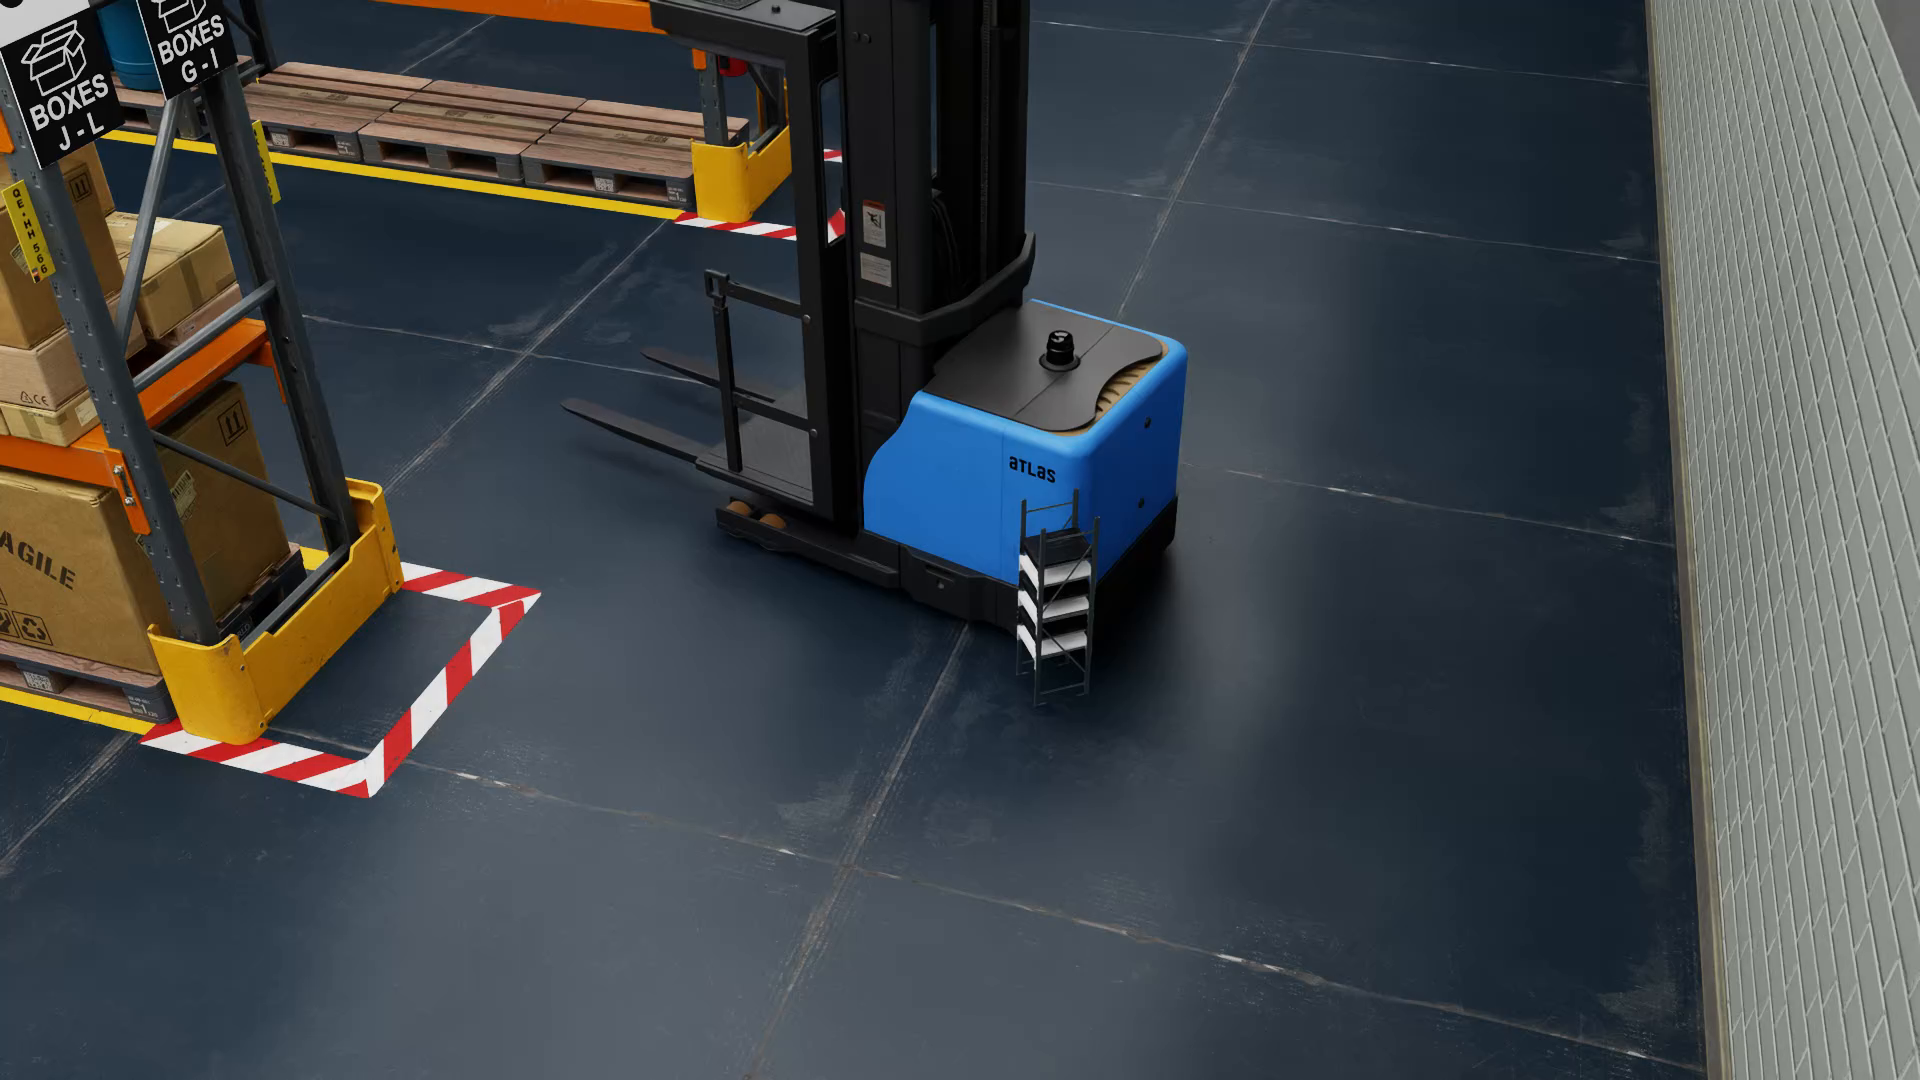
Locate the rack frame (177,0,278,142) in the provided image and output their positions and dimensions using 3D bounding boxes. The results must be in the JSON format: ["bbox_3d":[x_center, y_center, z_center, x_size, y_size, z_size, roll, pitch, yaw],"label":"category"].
[{"bbox_3d":[-5.188,-4.253,10.998,0.127,3.000,1.000,10,38,14],"label":"rack frame"}]

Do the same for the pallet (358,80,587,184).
[{"bbox_3d":[-3.306,-2.808,11.387,1.213,0.211,1.003,10,38,14],"label":"pallet"}]

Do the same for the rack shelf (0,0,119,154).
[{"bbox_3d":[-4.756,-2.016,6.035,4.000,0.370,1.077,10,38,14],"label":"rack shelf"}]

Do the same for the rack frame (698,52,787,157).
[{"bbox_3d":[-1.370,-3.546,10.038,0.127,3.000,1.000,10,38,14],"label":"rack frame"}]

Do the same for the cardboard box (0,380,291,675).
[{"bbox_3d":[-3.481,-0.125,6.828,0.875,0.875,0.875,10,38,14],"label":"cardboard box"}]

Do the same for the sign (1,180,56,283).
[{"bbox_3d":[-3.022,-1.001,5.403,0.005,0.325,0.100,10,38,14],"label":"sign"}]

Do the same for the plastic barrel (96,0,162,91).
[{"bbox_3d":[-5.702,-3.683,11.640,0.708,0.901,0.600,10,38,14],"label":"plastic barrel"}]

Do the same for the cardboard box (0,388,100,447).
[{"bbox_3d":[-3.285,-0.519,6.137,0.250,0.149,0.380,11,38,15],"label":"cardboard box"}]

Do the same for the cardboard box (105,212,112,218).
[{"bbox_3d":[-3.722,-1.129,6.629,0.500,0.250,0.500,10,38,13],"label":"cardboard box"}]

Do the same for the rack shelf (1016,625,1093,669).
[{"bbox_3d":[0.385,0.412,6.791,0.258,0.077,0.200,-12,38,-16],"label":"rack shelf"}]

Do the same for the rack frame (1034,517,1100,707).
[{"bbox_3d":[0.419,0.297,6.587,0.240,0.900,0.006,-12,38,-16],"label":"rack frame"}]

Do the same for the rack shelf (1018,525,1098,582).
[{"bbox_3d":[0.385,0.050,6.523,0.258,0.077,0.200,-12,38,-16],"label":"rack shelf"}]

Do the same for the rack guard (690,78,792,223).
[{"bbox_3d":[-1.343,-2.543,10.783,0.348,0.500,1.175,10,38,14],"label":"rack guard"}]

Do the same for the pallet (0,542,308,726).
[{"bbox_3d":[-3.633,0.282,7.189,1.213,0.211,1.003,10,38,14],"label":"pallet"}]

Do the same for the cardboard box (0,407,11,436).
[{"bbox_3d":[-3.533,-0.564,6.198,0.250,0.149,0.380,11,38,14],"label":"cardboard box"}]

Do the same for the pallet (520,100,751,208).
[{"bbox_3d":[-2.145,-2.591,11.092,1.213,0.211,1.003,10,38,14],"label":"pallet"}]

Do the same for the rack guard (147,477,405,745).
[{"bbox_3d":[-2.824,0.267,6.965,0.348,0.500,1.175,10,38,14],"label":"rack guard"}]

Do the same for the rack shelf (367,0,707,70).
[{"bbox_3d":[-3.279,-3.610,10.731,4.000,0.370,1.077,10,38,14],"label":"rack shelf"}]

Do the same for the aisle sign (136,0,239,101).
[{"bbox_3d":[-2.688,-1.948,5.673,0.004,0.787,0.394,10,38,14],"label":"aisle sign"}]

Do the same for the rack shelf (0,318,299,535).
[{"bbox_3d":[-4.756,-0.808,6.924,4.000,0.370,1.077,10,38,14],"label":"rack shelf"}]

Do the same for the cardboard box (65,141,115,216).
[{"bbox_3d":[-3.702,-1.431,6.407,0.500,0.500,0.500,10,37,13],"label":"cardboard box"}]

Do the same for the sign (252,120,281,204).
[{"bbox_3d":[-2.675,-1.437,6.375,0.005,0.325,0.100,10,38,14],"label":"sign"}]

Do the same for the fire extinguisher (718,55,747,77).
[{"bbox_3d":[-1.361,-3.081,9.786,0.183,0.674,0.296,10,38,14],"label":"fire extinguisher"}]

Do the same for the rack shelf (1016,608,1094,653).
[{"bbox_3d":[0.385,0.339,6.737,0.258,0.077,0.200,-12,38,-16],"label":"rack shelf"}]

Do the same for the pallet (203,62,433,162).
[{"bbox_3d":[-4.474,-3.022,11.678,1.213,0.211,1.003,10,38,14],"label":"pallet"}]

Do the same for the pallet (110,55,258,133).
[{"bbox_3d":[-5.912,-3.290,12.042,1.213,0.211,1.003,10,38,14],"label":"pallet"}]

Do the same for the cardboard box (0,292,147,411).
[{"bbox_3d":[-3.388,-0.739,6.099,0.500,0.250,0.500,10,38,13],"label":"cardboard box"}]

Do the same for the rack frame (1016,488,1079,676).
[{"bbox_3d":[0.351,0.183,6.741,0.240,0.900,0.006,-12,38,-16],"label":"rack frame"}]

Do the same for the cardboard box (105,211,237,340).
[{"bbox_3d":[-3.224,-1.041,6.509,0.500,0.250,0.500,10,37,13],"label":"cardboard box"}]

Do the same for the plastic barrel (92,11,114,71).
[{"bbox_3d":[-6.378,-3.808,11.810,0.708,0.901,0.600,10,38,14],"label":"plastic barrel"}]

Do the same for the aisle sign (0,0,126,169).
[{"bbox_3d":[-2.867,-1.608,5.212,0.004,0.787,0.394,10,38,14],"label":"aisle sign"}]

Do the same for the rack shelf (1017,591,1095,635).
[{"bbox_3d":[0.385,0.267,6.684,0.258,0.077,0.200,-12,38,-16],"label":"rack shelf"}]

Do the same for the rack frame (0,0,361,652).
[{"bbox_3d":[-2.847,-0.744,6.230,0.127,3.000,1.000,10,38,14],"label":"rack frame"}]

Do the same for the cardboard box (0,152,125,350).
[{"bbox_3d":[-3.390,-1.043,5.879,0.500,0.500,0.500,11,38,14],"label":"cardboard box"}]

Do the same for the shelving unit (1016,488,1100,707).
[{"bbox_3d":[0.385,0.240,6.664,0.258,0.900,0.210,-12,38,-16],"label":"shelving unit"}]

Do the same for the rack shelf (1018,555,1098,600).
[{"bbox_3d":[0.385,0.123,6.576,0.258,0.077,0.200,-12,38,-16],"label":"rack shelf"}]

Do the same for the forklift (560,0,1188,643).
[{"bbox_3d":[-0.536,-1.377,7.148,3.031,2.935,1.130,20,41,25],"label":"forklift"}]

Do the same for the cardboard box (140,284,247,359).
[{"bbox_3d":[-3.087,-0.892,6.644,0.250,0.149,0.380,11,38,14],"label":"cardboard box"}]

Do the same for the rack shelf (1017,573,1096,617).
[{"bbox_3d":[0.385,0.195,6.630,0.258,0.077,0.200,-12,38,-16],"label":"rack shelf"}]
